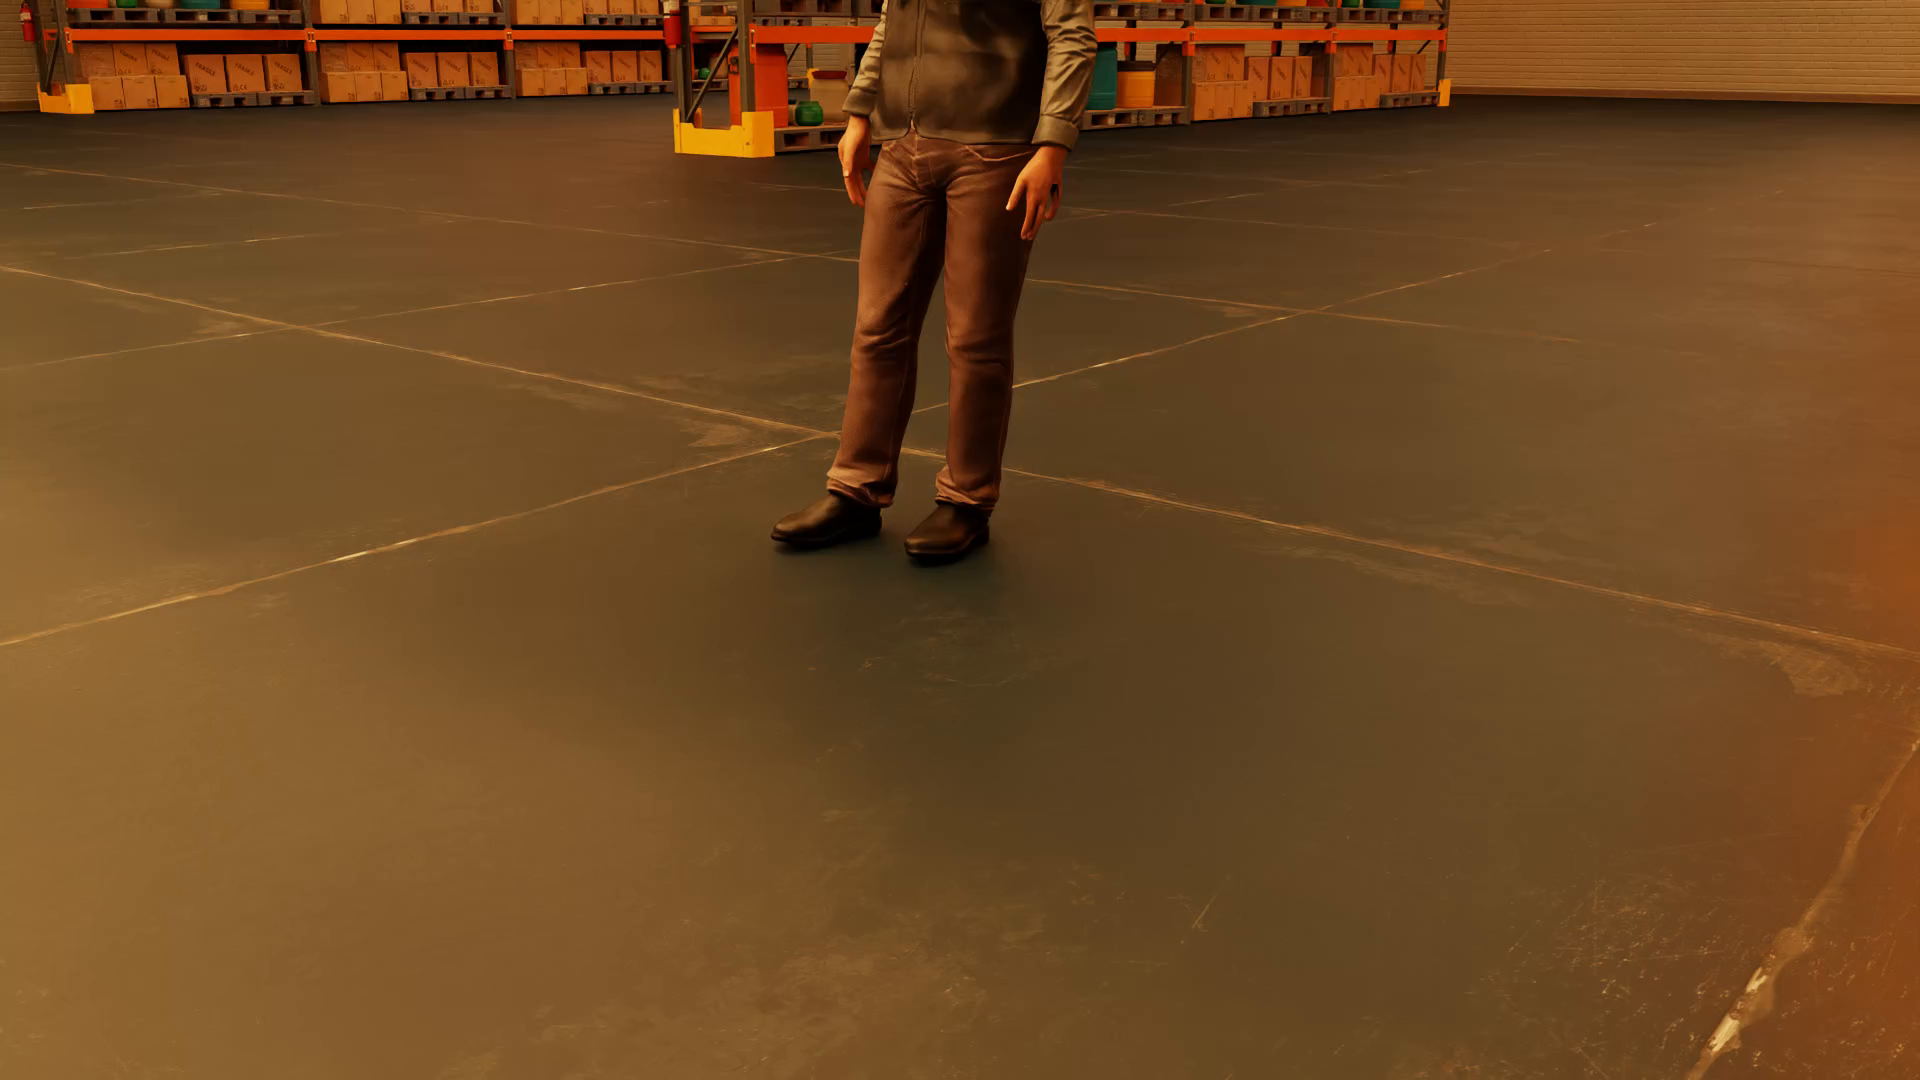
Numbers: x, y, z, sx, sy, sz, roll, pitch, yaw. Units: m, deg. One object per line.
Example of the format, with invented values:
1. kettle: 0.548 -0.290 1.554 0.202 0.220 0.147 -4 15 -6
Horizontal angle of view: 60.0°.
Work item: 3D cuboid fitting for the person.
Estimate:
1. person: -0.046 -0.818 3.648 0.633 1.722 0.566 13 21 37
